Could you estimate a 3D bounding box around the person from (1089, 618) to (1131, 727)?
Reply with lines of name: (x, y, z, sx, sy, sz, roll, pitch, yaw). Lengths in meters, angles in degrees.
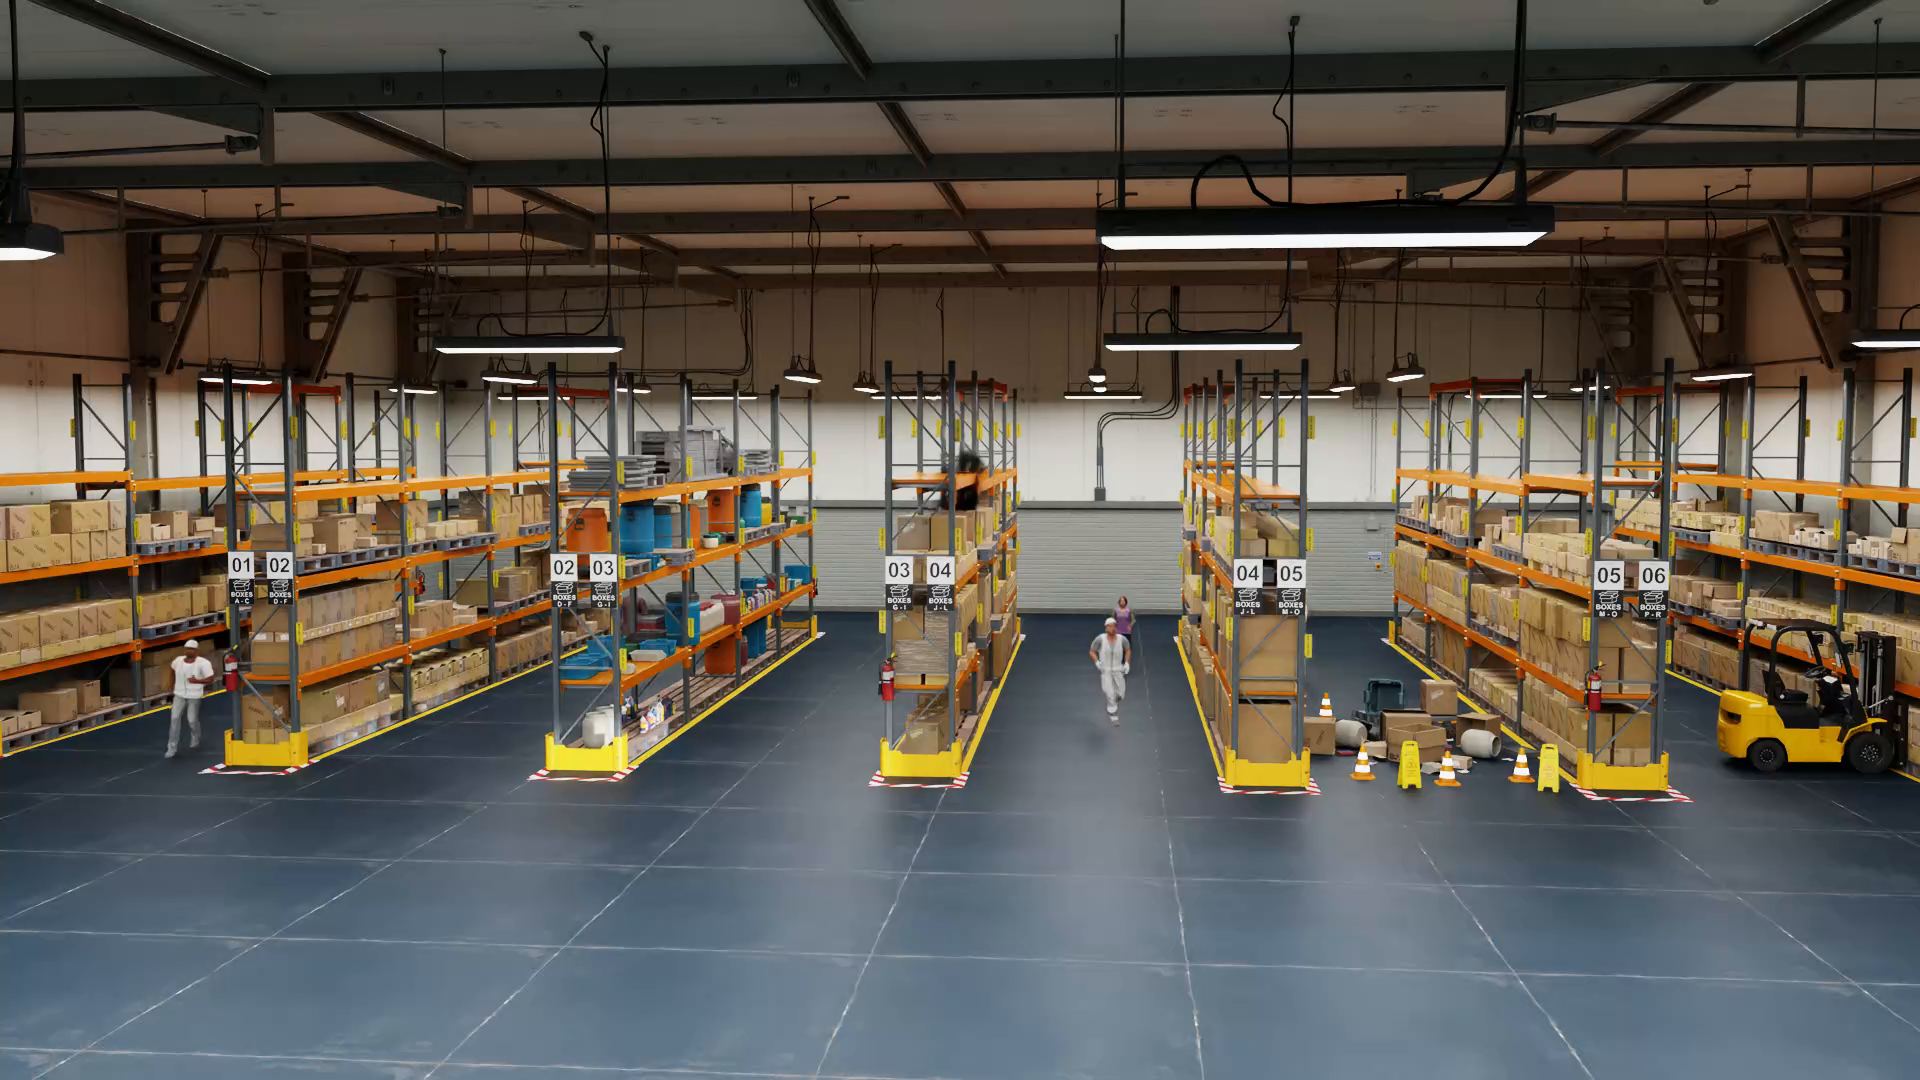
person: (2.409, 2.100, 26.649, 0.678, 1.734, 0.593, 0, 4, -4)

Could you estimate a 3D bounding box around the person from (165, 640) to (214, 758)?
person: (-11.898, 2.408, 25.691, 0.712, 1.755, 0.973, 0, 4, -7)

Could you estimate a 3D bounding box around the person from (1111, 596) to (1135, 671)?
person: (3.389, 1.987, 34.738, 0.535, 1.459, 0.567, 0, 4, 6)

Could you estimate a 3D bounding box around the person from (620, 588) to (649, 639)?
person: (-6.823, 1.850, 34.768, 0.673, 1.805, 1.202, 0, 4, 4)
